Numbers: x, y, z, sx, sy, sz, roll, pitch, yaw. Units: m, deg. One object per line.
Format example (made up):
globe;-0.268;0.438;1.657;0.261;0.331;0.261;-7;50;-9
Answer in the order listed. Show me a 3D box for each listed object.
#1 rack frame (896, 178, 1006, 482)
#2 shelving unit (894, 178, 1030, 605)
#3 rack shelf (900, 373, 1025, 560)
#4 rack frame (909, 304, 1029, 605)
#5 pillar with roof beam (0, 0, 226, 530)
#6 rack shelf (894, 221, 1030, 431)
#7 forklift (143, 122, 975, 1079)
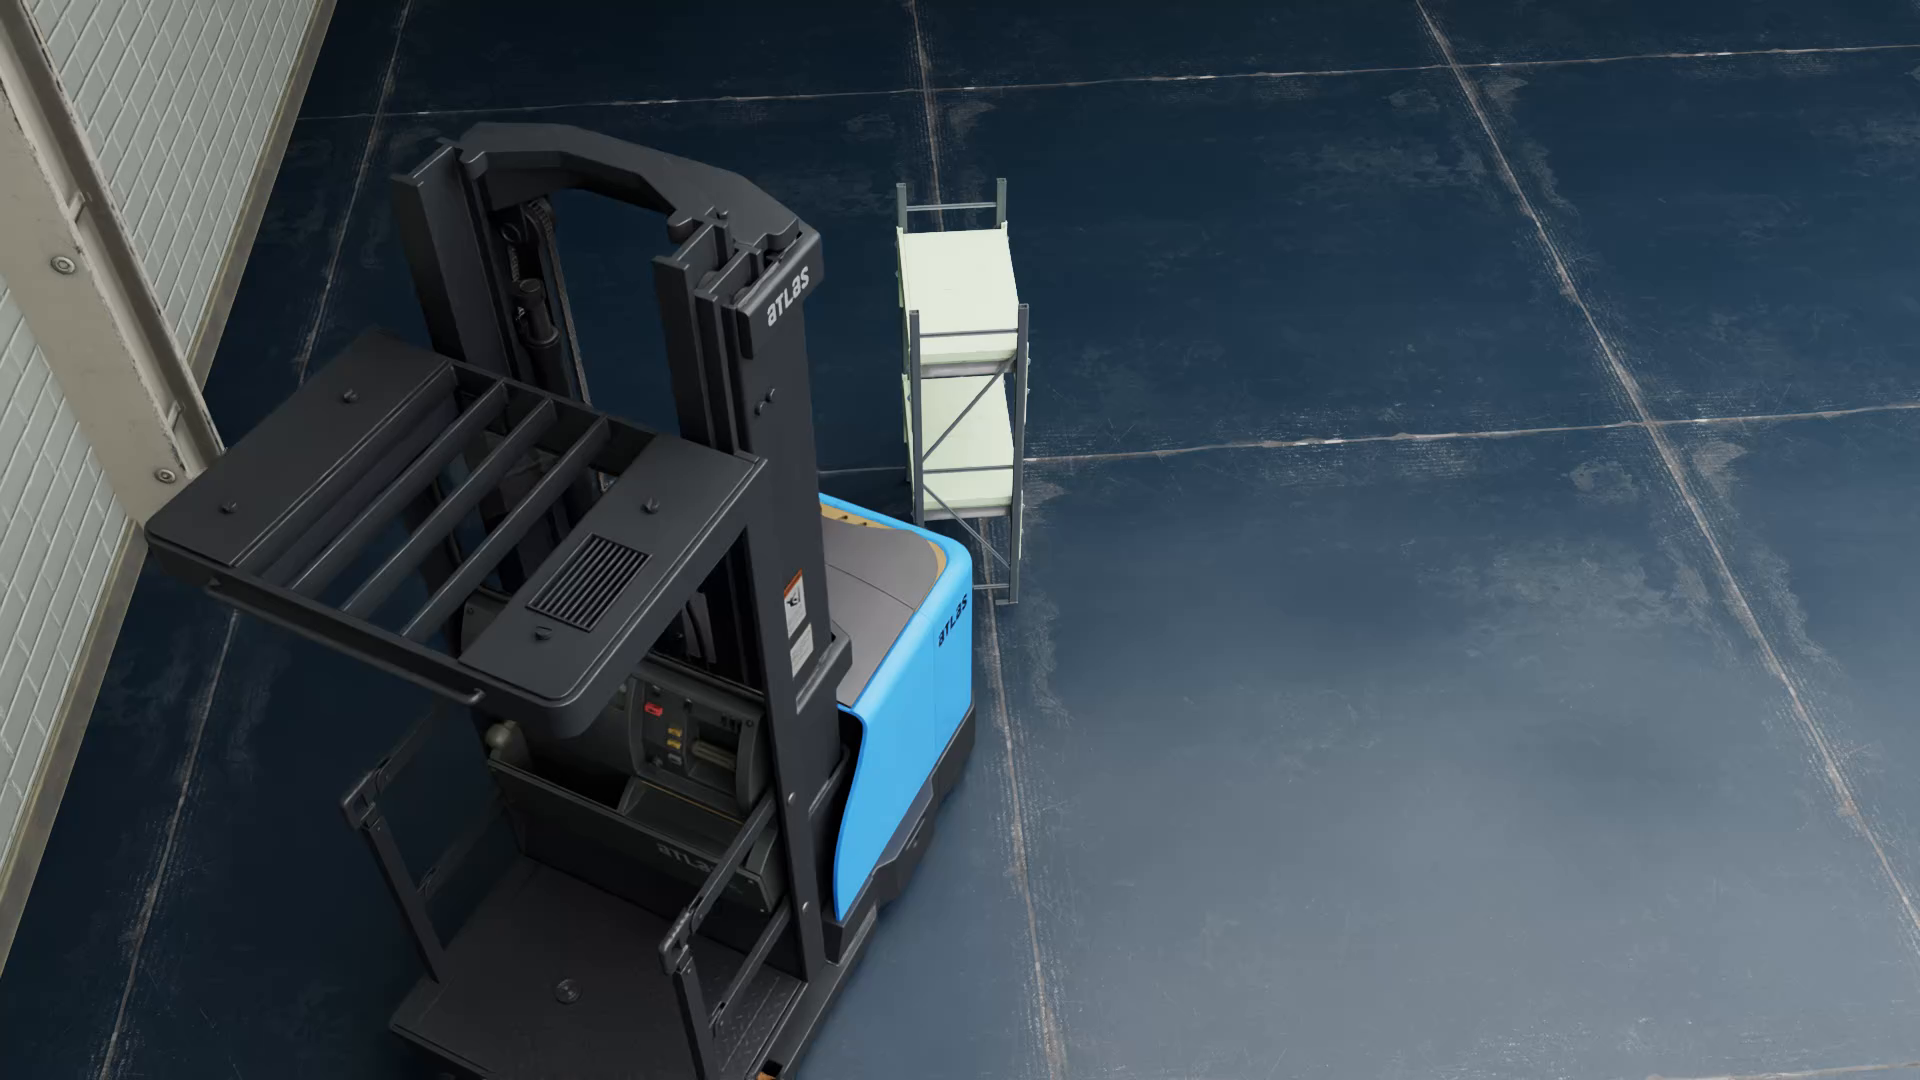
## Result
rack frame;-0.031;-0.785;6.597;0.400;1.500;0.023;-3;47;-3
shelving unit;-0.001;-0.521;6.347;0.431;1.500;0.755;-3;47;-3
rack shelf;-0.001;-0.296;6.583;0.431;0.370;0.720;-3;47;-3
rack frame;0.030;-0.256;6.096;0.400;1.500;0.023;-3;47;-3
pillar with roof beam;1.043;-3.488;3.992;9.100;9.000;0.400;-3;47;-3
rack shelf;-0.001;-0.789;6.063;0.431;0.370;0.720;-3;47;-3
forklift;-1.039;0.561;4.337;1.130;2.935;3.031;19;50;17
